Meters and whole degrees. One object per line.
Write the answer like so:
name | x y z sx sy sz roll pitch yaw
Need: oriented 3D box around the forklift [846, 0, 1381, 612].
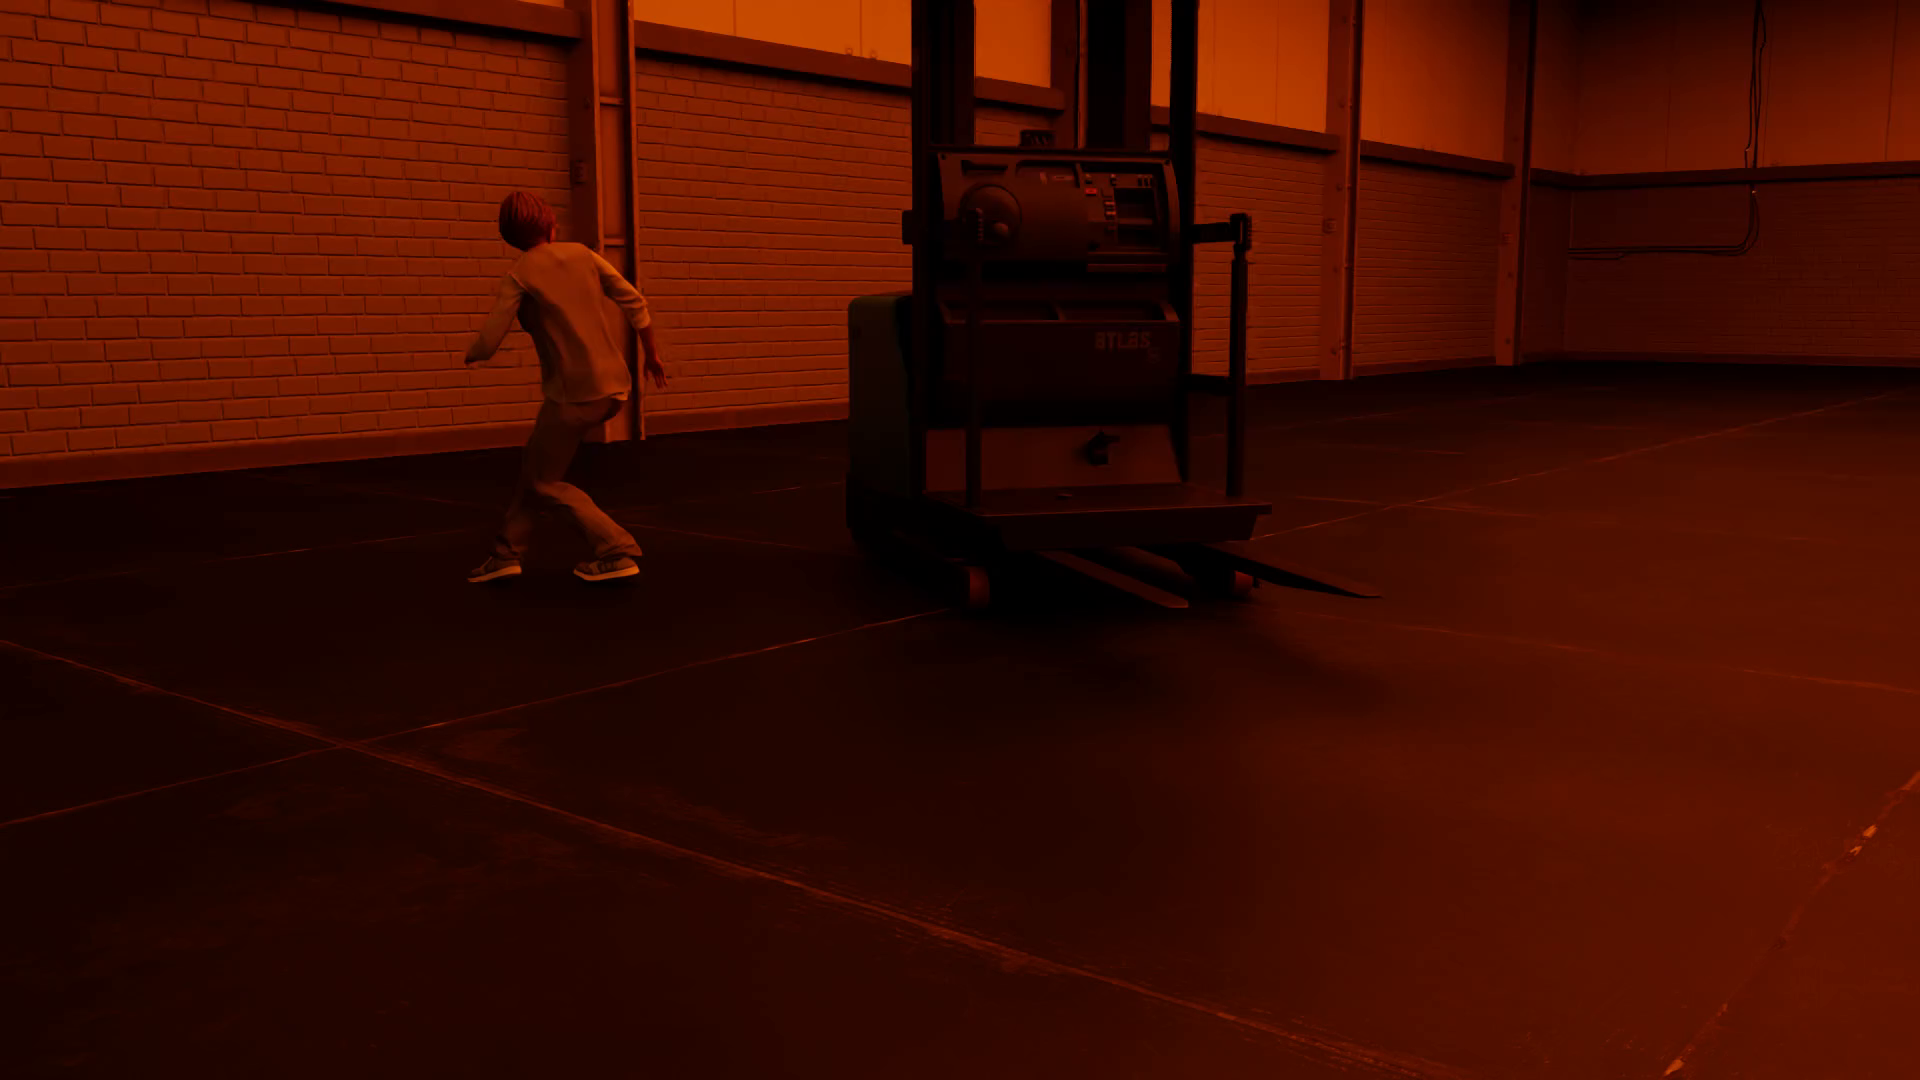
forklift | 0.435 -1.265 5.928 1.130 2.935 3.031 -3 9 -18

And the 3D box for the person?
person | -1.520 -0.566 6.301 0.744 1.466 0.656 4 9 25
